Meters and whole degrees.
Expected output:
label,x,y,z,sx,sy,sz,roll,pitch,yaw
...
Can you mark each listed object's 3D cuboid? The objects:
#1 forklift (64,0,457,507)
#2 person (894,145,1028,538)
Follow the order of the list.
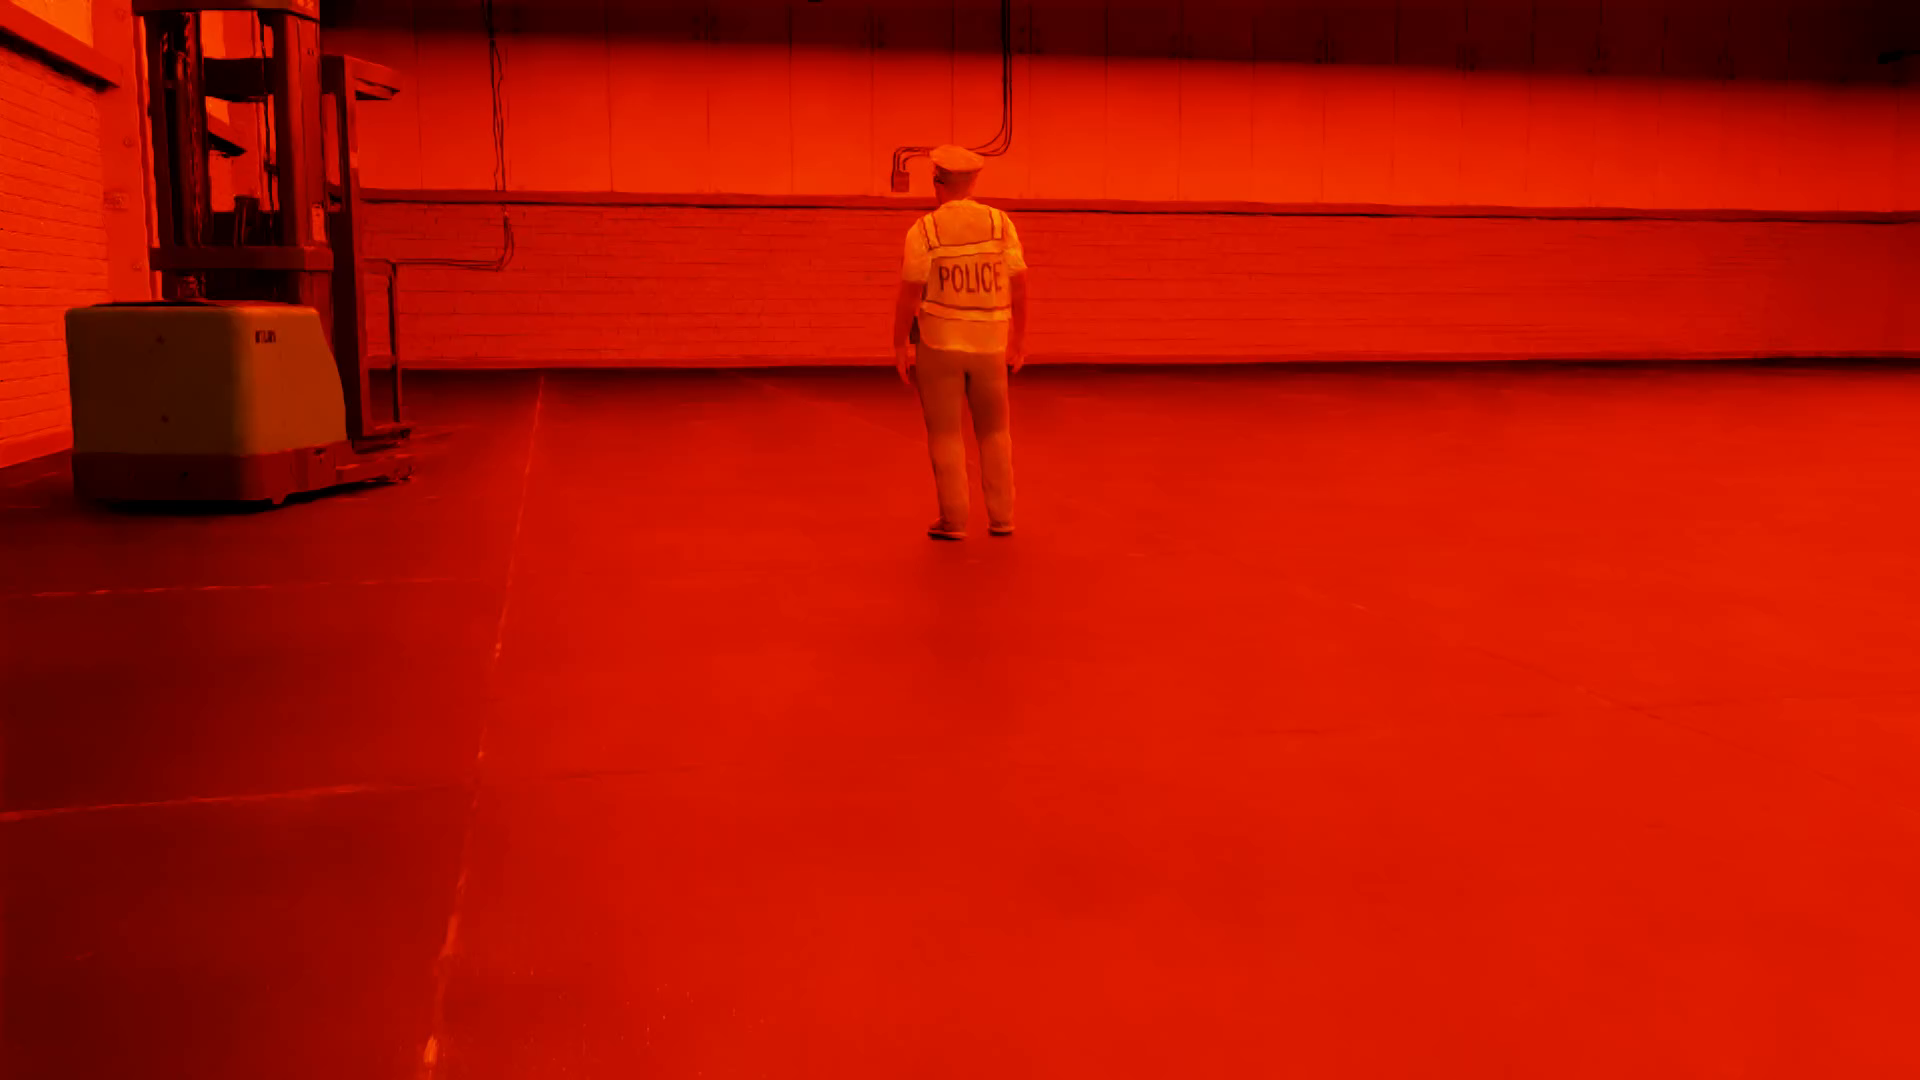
label,x,y,z,sx,sy,sz,roll,pitch,yaw
forklift,-4.006,-1.797,9.967,1.130,2.935,3.031,1,8,6
person,-0.007,-0.901,7.660,0.640,1.781,0.574,-2,8,-13
